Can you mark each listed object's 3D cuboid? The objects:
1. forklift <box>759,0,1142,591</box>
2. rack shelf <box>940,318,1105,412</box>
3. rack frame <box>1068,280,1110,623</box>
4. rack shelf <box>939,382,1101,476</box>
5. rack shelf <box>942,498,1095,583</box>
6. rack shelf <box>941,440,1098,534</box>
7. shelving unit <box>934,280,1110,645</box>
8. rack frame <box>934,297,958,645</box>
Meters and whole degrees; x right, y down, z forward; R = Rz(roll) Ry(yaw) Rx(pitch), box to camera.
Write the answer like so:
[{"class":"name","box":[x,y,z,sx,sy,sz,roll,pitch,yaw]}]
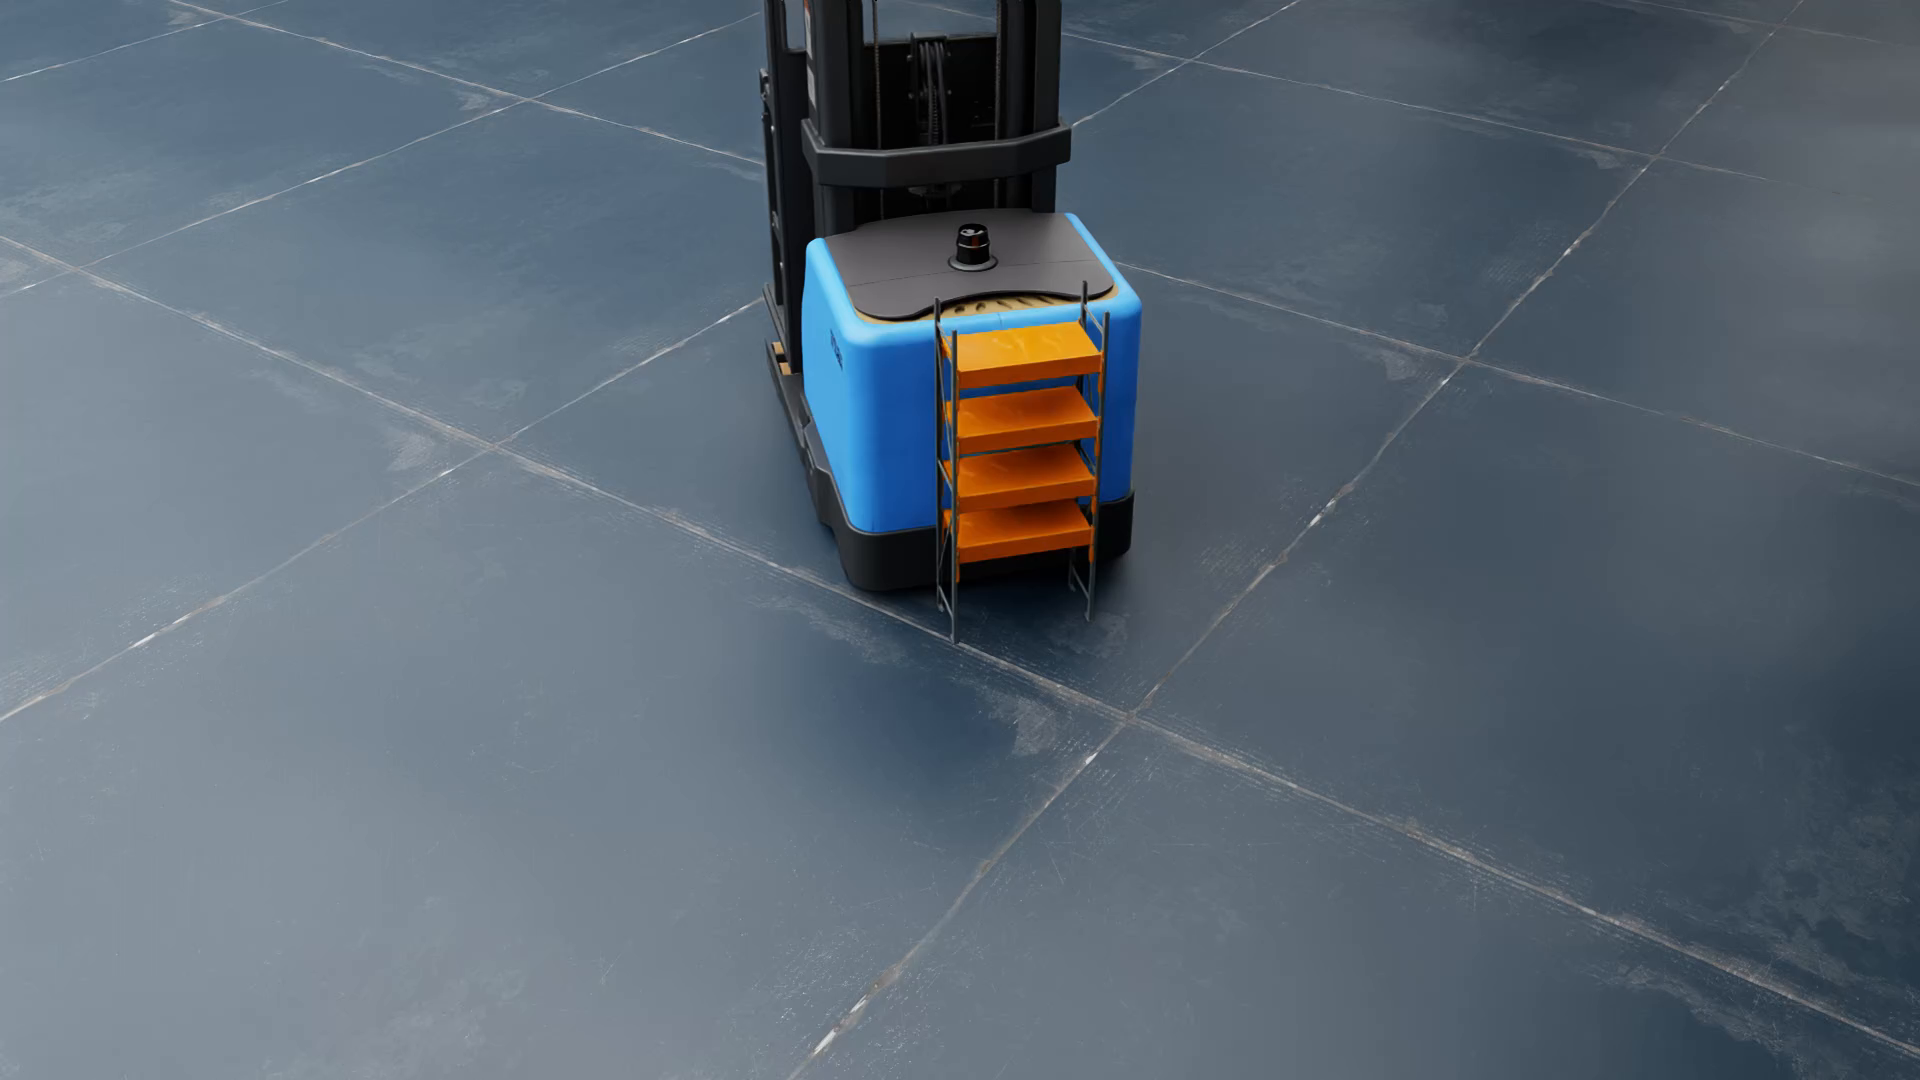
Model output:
[{"class":"forklift","box":[-0.225,-1.854,6.376,1.130,2.935,3.031,-8,35,-12]},{"class":"rack shelf","box":[0.191,-0.563,5.310,0.480,0.148,0.258,-8,35,-12]},{"class":"rack frame","box":[0.428,-0.272,5.581,0.015,1.200,0.240,-8,35,-12]},{"class":"rack shelf","box":[0.191,-0.367,5.443,0.480,0.148,0.258,-8,35,-12]},{"class":"rack shelf","box":[0.191,-0.017,5.679,0.480,0.148,0.258,-8,35,-12]},{"class":"rack shelf","box":[0.191,-0.182,5.568,0.480,0.148,0.258,-8,35,-12]},{"class":"shelving unit","box":[0.191,-0.238,5.530,0.503,1.200,0.258,-8,35,-12]},{"class":"rack frame","box":[-0.045,-0.203,5.480,0.015,1.200,0.240,-8,35,-12]}]
